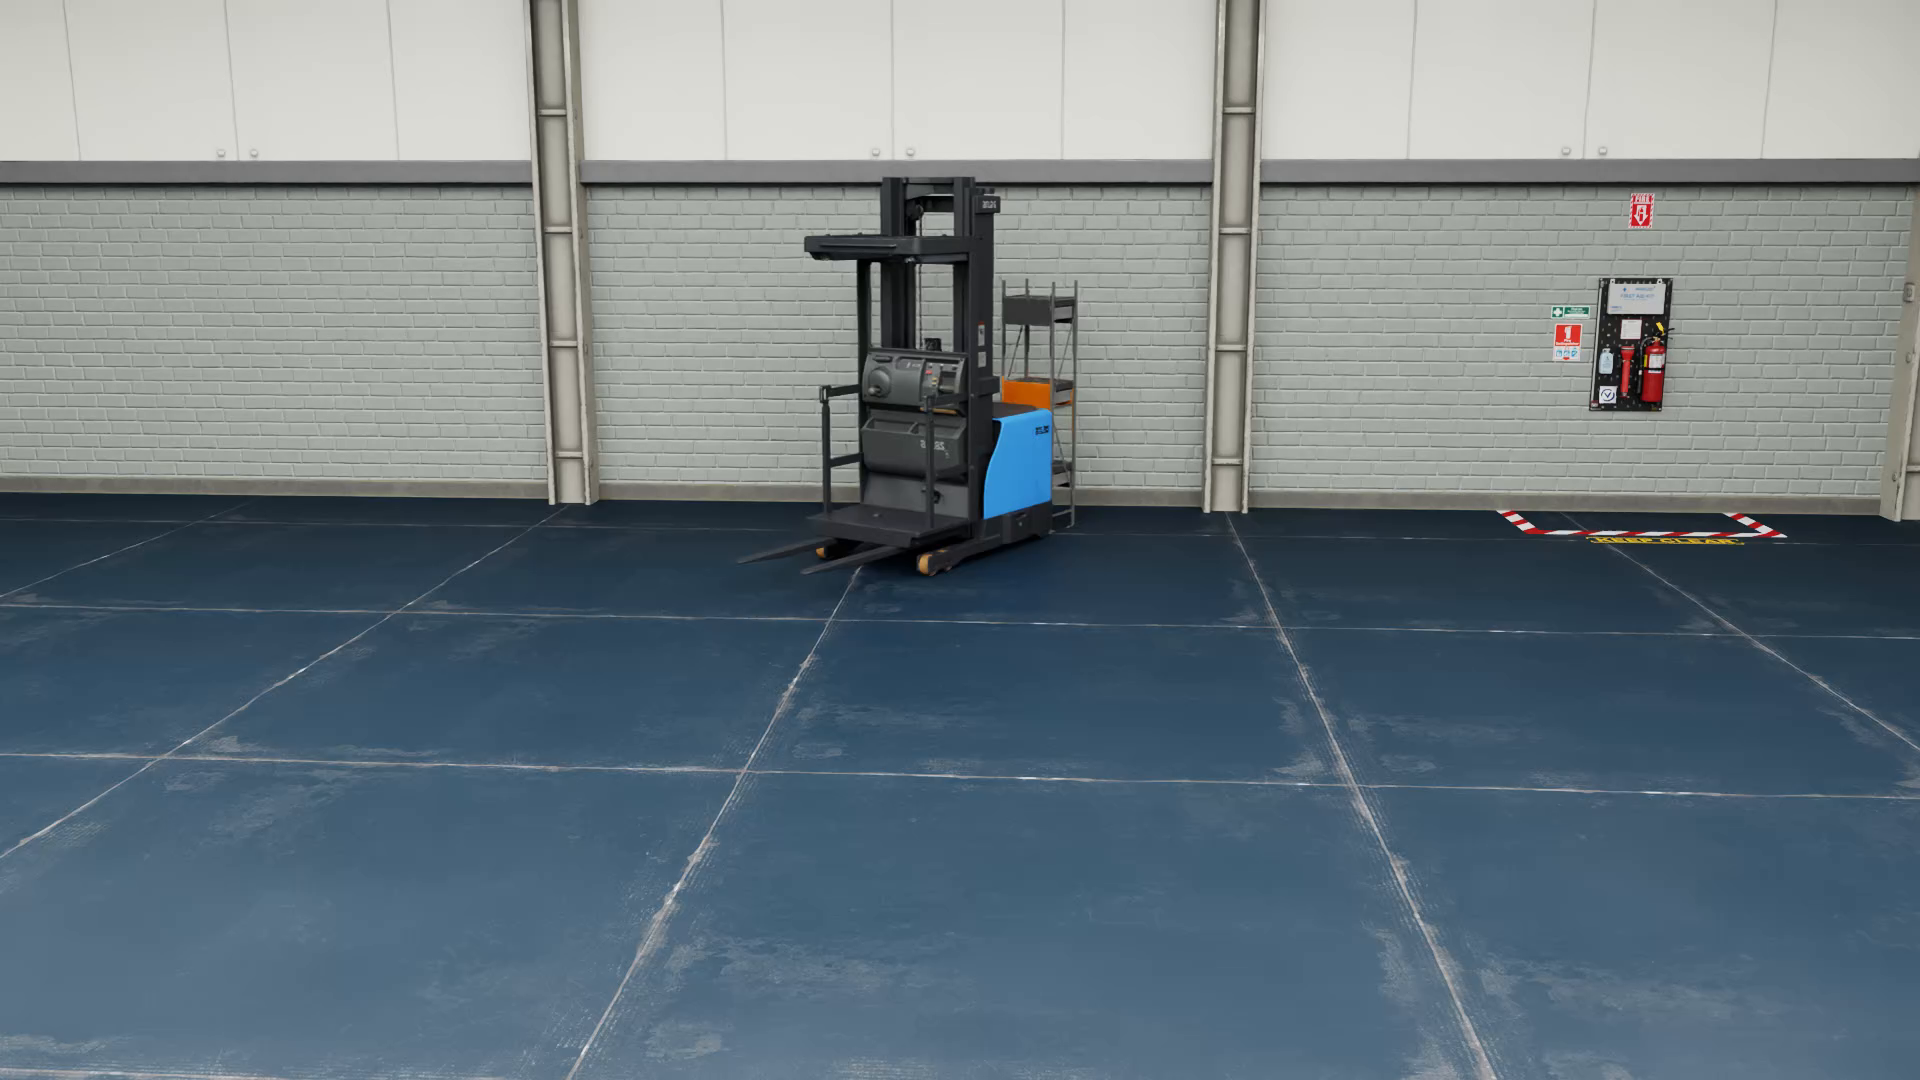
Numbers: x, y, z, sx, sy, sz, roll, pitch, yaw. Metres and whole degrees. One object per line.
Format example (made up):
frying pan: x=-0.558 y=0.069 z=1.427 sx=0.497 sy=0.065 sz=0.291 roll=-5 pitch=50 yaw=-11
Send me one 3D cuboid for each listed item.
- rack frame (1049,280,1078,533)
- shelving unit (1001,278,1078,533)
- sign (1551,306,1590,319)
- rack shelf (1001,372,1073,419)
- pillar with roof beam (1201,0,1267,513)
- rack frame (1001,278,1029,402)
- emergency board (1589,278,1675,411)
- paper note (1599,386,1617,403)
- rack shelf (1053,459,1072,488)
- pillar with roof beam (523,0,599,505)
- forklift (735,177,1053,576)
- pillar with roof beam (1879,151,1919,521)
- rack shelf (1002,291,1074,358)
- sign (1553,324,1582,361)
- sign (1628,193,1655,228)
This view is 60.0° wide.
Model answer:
rack frame: x=0.869 y=-1.118 z=13.982 sx=0.015 sy=2.100 sz=0.400 roll=8 pitch=14 yaw=34
shelving unit: x=0.668 y=-1.146 z=14.119 sx=0.503 sy=2.100 sz=0.431 roll=8 pitch=14 yaw=34
sign: x=5.382 y=-2.007 z=14.657 sx=0.331 sy=0.109 sz=0.001 roll=1 pitch=12 yaw=4
rack shelf: x=0.668 y=-1.133 z=14.121 sx=0.480 sy=0.518 sz=0.431 roll=8 pitch=14 yaw=34
pillar with roof beam: x=2.111 y=-3.801 z=9.962 sx=0.400 sy=9.000 sz=9.100 roll=1 pitch=12 yaw=4
rack frame: x=0.468 y=-1.175 z=14.255 sx=0.015 sy=2.100 sz=0.400 roll=8 pitch=14 yaw=34
emergency board: x=5.923 y=-1.704 z=14.587 sx=0.643 sy=1.169 sz=0.194 roll=1 pitch=12 yaw=4
paper note: x=5.751 y=-1.289 z=14.757 sx=0.142 sy=0.148 sz=0.016 roll=1 pitch=12 yaw=4
rack shelf: x=0.668 y=-0.448 z=14.265 sx=0.480 sy=0.518 sz=0.431 roll=8 pitch=14 yaw=34
pillar with roof beam: x=-3.875 y=-3.883 z=10.355 sx=0.400 sy=9.000 sz=9.100 roll=1 pitch=12 yaw=4
forklift: x=-0.481 y=-1.277 z=12.716 sx=1.130 sy=2.935 sz=3.031 roll=8 pitch=14 yaw=34
pillar with roof beam: x=8.098 y=-3.719 z=9.570 sx=0.400 sy=9.000 sz=9.100 roll=1 pitch=12 yaw=4
rack shelf: x=0.668 y=-1.818 z=13.978 sx=0.480 sy=0.518 sz=0.431 roll=8 pitch=14 yaw=34
sign: x=5.378 y=-1.750 z=14.721 sx=0.234 sy=0.329 sz=0.001 roll=1 pitch=12 yaw=4
sign: x=5.921 y=-2.859 z=14.448 sx=0.199 sy=0.298 sz=0.001 roll=1 pitch=12 yaw=4
